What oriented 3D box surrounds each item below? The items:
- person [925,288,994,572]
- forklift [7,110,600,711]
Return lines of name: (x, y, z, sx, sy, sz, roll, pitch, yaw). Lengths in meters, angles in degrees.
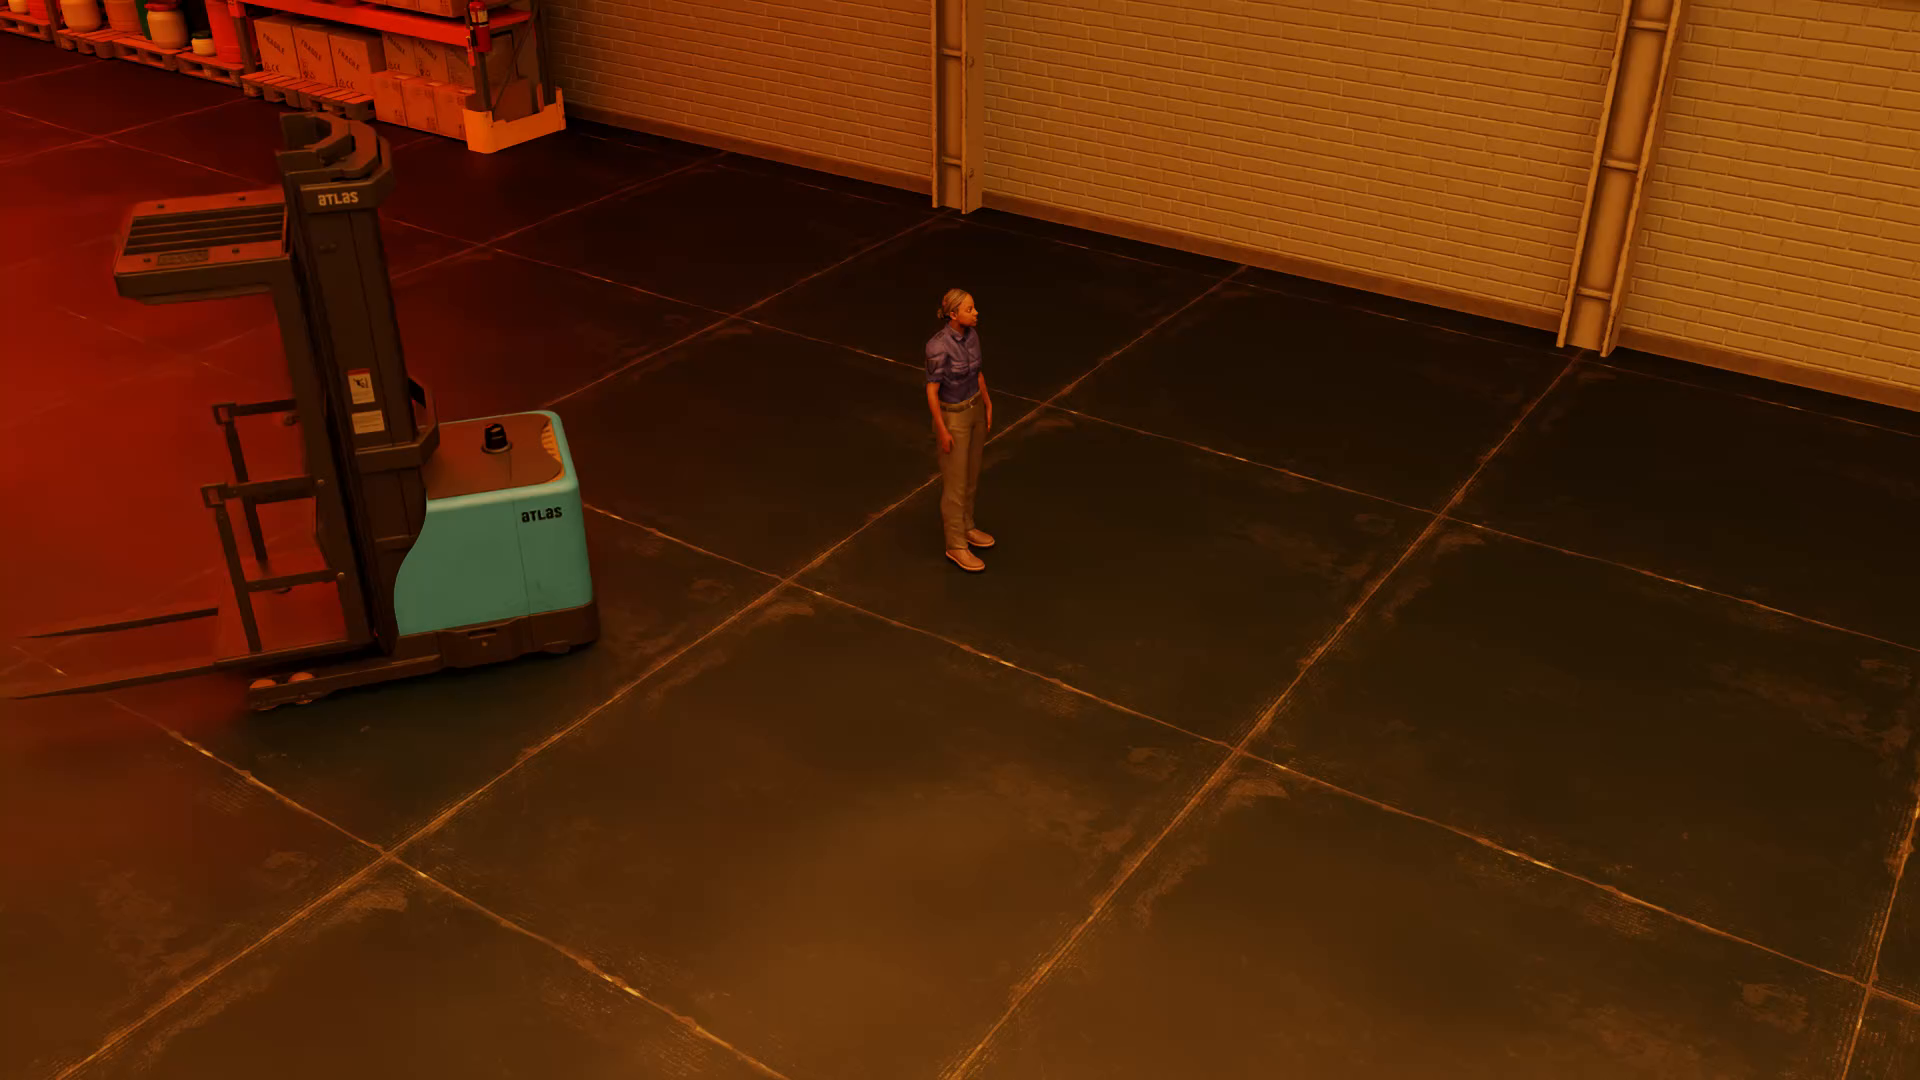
person: (0.062, -0.689, 10.025, 0.503, 1.656, 0.570, 19, 35, 29)
forklift: (-3.618, -0.650, 8.701, 3.031, 2.935, 1.130, -9, 31, -16)
